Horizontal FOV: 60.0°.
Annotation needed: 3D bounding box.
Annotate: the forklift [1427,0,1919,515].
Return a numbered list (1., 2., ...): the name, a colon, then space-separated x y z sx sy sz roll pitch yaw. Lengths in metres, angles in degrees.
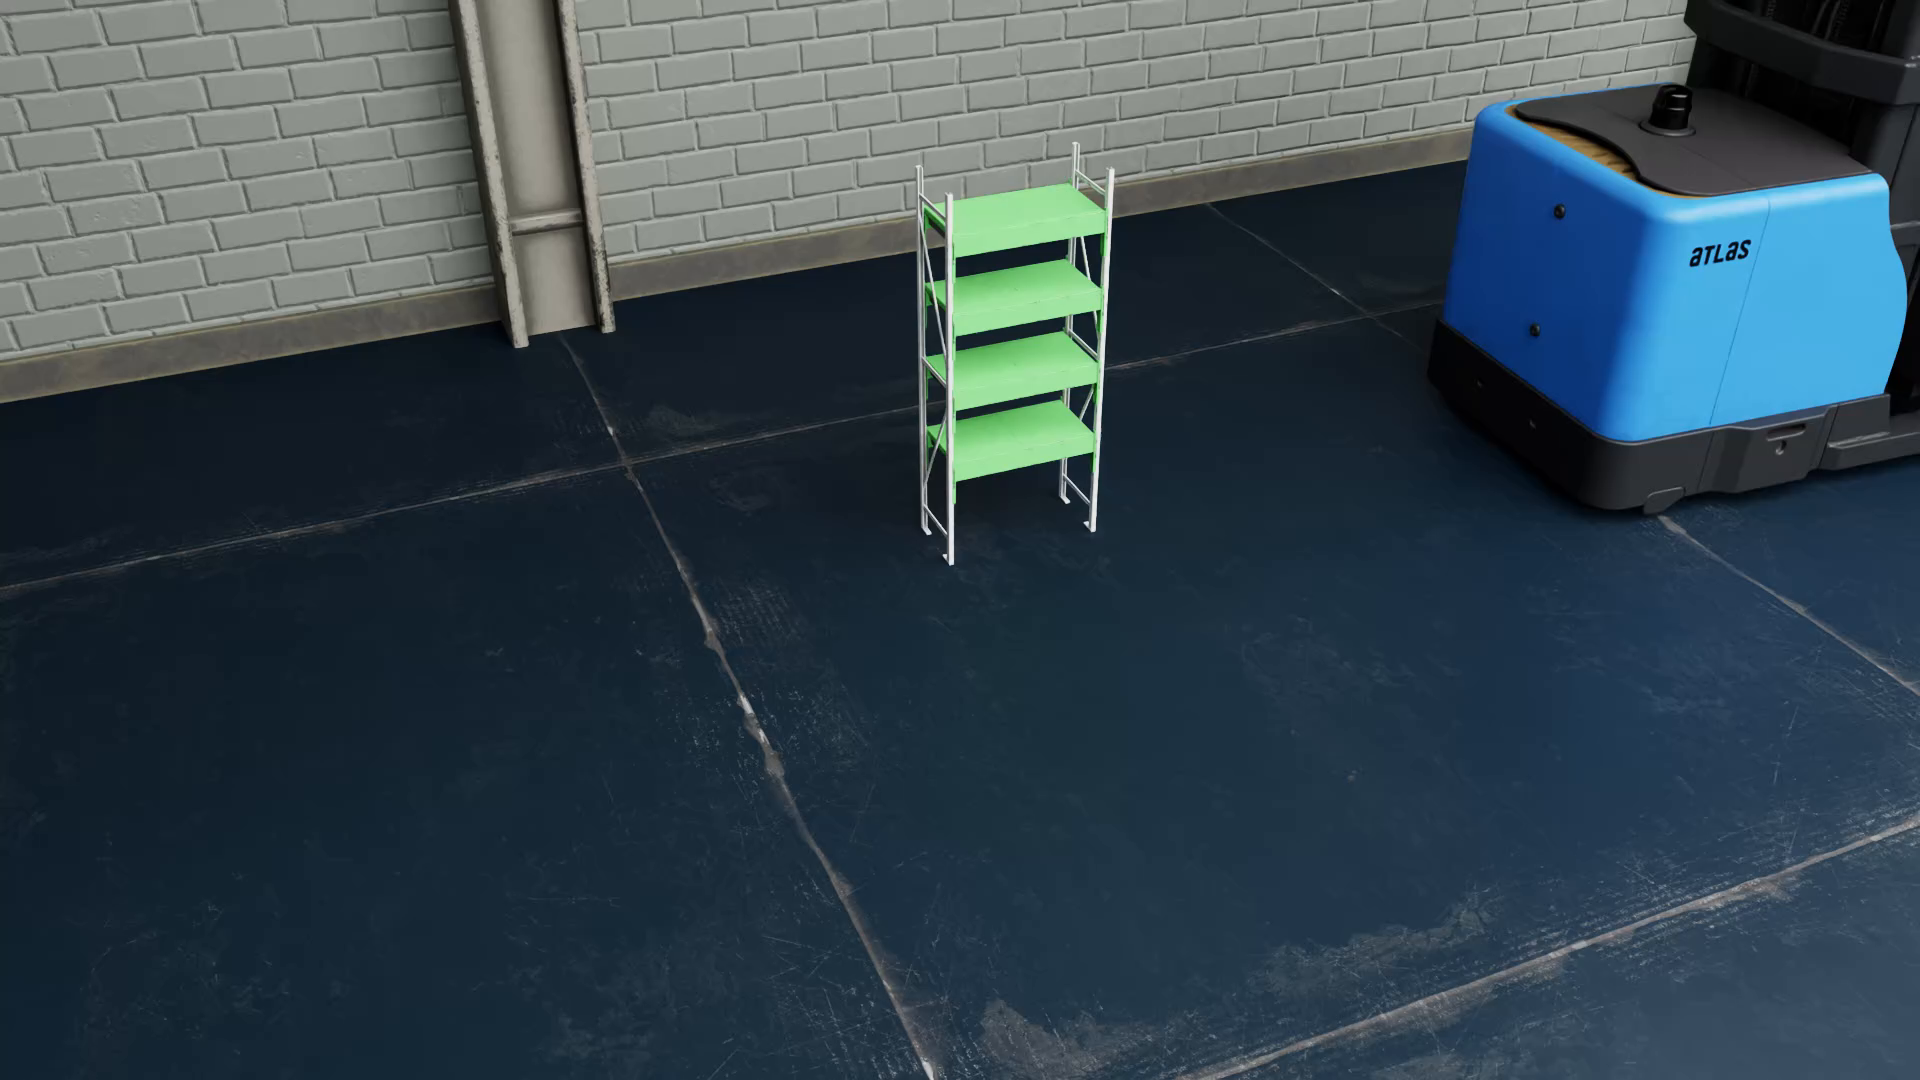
1. forklift: 3.265 -1.788 5.310 3.031 2.935 1.130 -11 35 -16

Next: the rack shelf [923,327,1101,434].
1. rack shelf: 0.153 -0.484 5.011 0.480 0.148 0.258 -13 35 -19

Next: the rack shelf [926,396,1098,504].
1. rack shelf: 0.153 -0.283 5.142 0.480 0.148 0.258 -13 35 -19

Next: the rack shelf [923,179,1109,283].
1. rack shelf: 0.153 -0.887 4.750 0.480 0.148 0.258 -13 35 -19

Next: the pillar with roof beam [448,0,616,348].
1. pillar with roof beam: 0.078 -2.461 0.781 0.400 9.000 9.100 -13 35 -19

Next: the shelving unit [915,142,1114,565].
1. shelving unit: 0.153 -0.538 4.976 0.503 1.200 0.258 -13 35 -19

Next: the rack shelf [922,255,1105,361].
1. rack shelf: 0.153 -0.685 4.880 0.480 0.148 0.258 -13 35 -19

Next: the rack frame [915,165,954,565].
1. rack frame: -0.072 -0.486 4.897 0.015 1.200 0.240 -13 35 -19

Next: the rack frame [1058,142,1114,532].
1. rack frame: 0.378 -0.589 5.056 0.015 1.200 0.240 -13 35 -19
